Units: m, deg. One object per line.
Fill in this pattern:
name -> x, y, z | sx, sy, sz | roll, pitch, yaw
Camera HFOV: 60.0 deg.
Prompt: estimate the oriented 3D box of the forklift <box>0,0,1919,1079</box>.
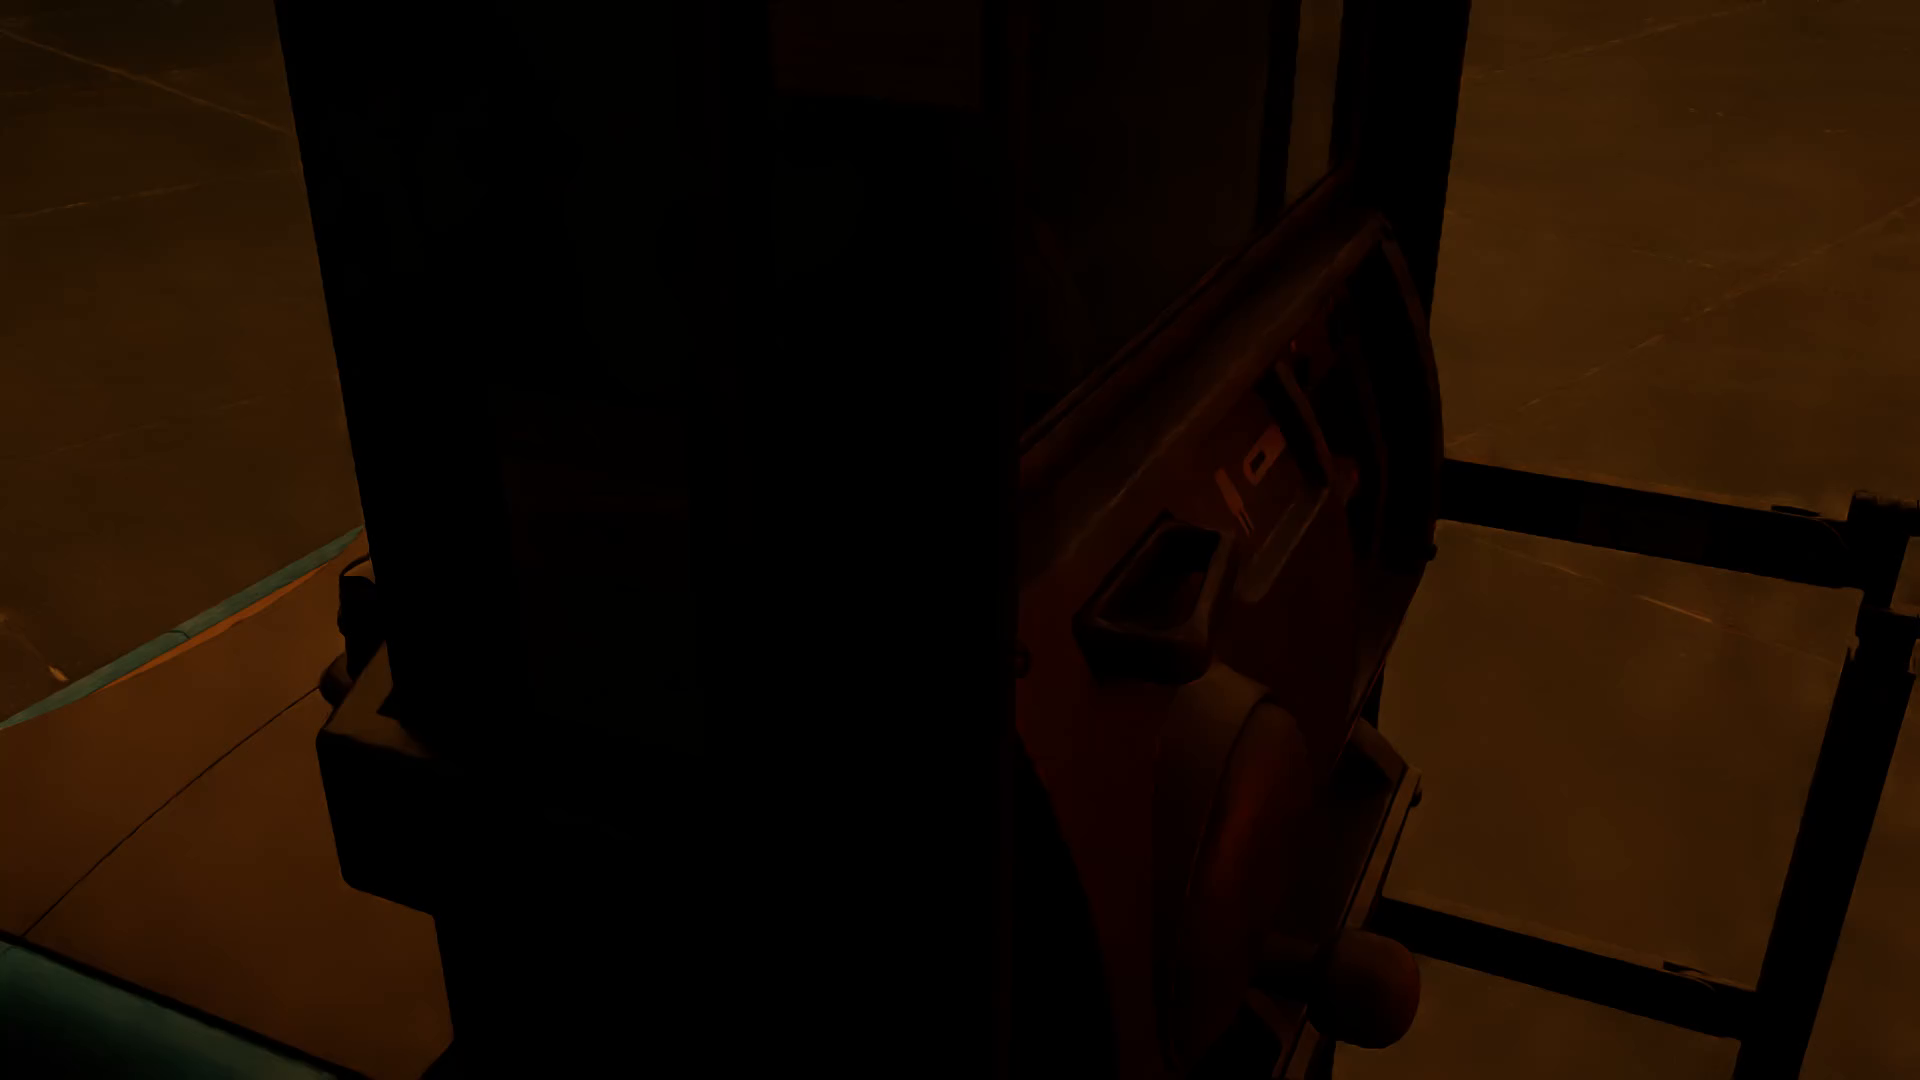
forklift -> 0.429, 0.024, 1.165 | 3.031, 2.935, 1.130 | 12, 28, 22
